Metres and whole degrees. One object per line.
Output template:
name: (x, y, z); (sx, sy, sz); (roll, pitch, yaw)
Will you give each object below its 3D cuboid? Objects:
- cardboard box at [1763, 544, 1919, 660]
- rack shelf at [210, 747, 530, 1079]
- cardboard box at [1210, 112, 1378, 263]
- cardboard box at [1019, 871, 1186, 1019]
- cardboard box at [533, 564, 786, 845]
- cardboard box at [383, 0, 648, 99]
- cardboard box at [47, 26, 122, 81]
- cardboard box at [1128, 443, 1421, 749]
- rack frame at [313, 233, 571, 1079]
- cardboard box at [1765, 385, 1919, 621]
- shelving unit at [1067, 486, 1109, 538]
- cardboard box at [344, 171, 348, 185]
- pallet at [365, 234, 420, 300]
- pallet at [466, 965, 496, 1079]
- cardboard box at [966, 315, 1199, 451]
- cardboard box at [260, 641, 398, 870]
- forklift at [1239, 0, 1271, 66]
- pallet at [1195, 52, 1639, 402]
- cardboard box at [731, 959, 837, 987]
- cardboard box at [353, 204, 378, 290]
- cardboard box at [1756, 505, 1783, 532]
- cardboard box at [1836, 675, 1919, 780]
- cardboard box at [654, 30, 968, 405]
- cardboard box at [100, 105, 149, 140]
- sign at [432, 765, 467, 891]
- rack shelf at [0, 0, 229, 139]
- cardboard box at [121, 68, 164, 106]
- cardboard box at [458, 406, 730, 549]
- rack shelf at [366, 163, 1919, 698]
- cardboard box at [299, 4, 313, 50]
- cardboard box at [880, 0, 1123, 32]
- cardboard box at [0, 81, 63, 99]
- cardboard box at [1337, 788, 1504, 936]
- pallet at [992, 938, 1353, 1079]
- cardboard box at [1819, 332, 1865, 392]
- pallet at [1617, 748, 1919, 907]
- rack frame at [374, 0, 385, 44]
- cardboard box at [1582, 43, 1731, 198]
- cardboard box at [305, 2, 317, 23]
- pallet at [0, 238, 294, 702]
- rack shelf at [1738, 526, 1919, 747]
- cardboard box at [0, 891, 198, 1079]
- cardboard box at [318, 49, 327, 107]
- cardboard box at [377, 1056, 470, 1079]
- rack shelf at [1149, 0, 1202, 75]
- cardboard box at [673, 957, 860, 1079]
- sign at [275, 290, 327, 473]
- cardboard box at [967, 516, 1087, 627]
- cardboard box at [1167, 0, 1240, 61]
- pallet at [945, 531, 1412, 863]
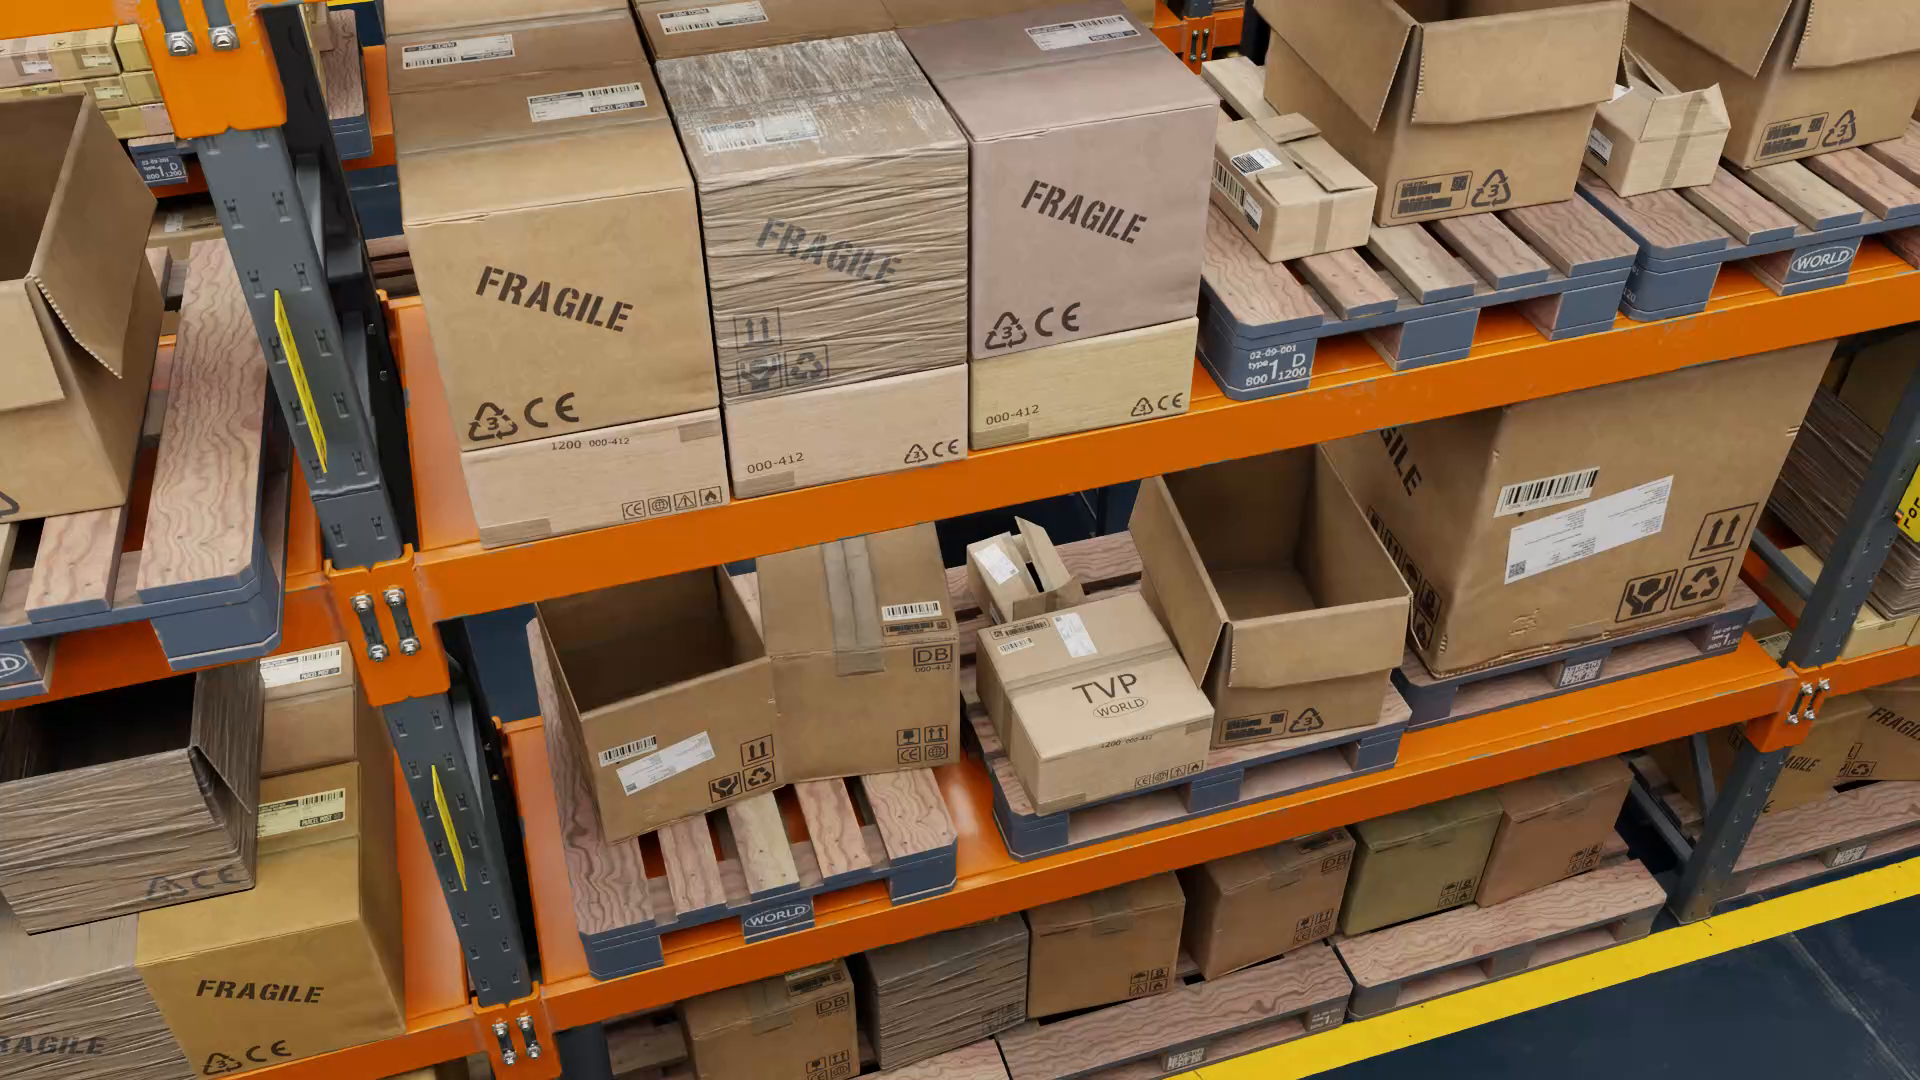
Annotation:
cardboard box: (2.804, 0.182, 5.302); (0.250, 0.149, 0.380); (-12, 42, -13)
rack shelf: (-3.214, 1.398, 4.266); (4.000, 0.370, 1.077); (-12, 42, -13)
cardboard box: (0.751, -0.825, 3.842); (0.250, 0.166, 0.380); (-13, 43, -14)
cardboard box: (0.391, 1.129, 5.593); (0.500, 0.500, 0.700); (-8, 42, -9)
cardboard box: (-0.803, 0.404, 4.462); (0.500, 0.500, 0.500); (-17, 44, -18)
cardboard box: (-0.926, -0.875, 3.585); (0.500, 0.500, 0.500); (-11, 42, -12)
cardboard box: (-3.773, -2.148, 7.198); (0.250, 0.149, 0.380); (-11, 42, -12)
cardboard box: (0.883, 0.145, 4.756); (0.637, 0.503, 0.797); (-8, 42, -9)
rack frame: (-1.306, 0.732, 4.482); (0.127, 3.000, 1.000); (-12, 42, -13)
cardboard box: (2.957, -0.258, 5.313); (0.500, 0.500, 0.875); (-12, 42, -13)
shelving unit: (0.081, -0.582, 7.125); (1.048, 1.500, 0.538); (-12, 42, -13)
cardboard box: (-3.430, -1.915, 8.523); (0.500, 0.250, 0.500); (-14, 43, -15)
pallet: (-3.446, -1.197, 8.809); (1.213, 0.211, 1.003); (-12, 42, -13)
pallet: (-2.081, 1.891, 5.275); (1.213, 0.211, 1.003); (-12, 42, -13)
cardboard box: (0.196, -0.483, 3.707); (0.500, 0.250, 0.500); (-11, 42, -12)
cardboard box: (-1.852, 0.620, 4.534); (0.500, 0.500, 0.500); (-11, 42, -12)
forklift: (2.089, -2.191, 7.880); (3.031, 2.935, 1.130); (-29, 49, -29)
pallet: (0.900, -0.855, 4.162); (1.003, 0.211, 1.213); (-12, 42, -13)
cardboard box: (-0.676, 1.074, 5.086); (0.500, 0.250, 0.500); (-10, 42, -11)
cardboard box: (-3.249, -1.323, 8.415); (0.500, 0.500, 0.500); (-12, 43, -13)
cardboard box: (2.626, -0.191, 5.729); (0.250, 0.149, 0.380); (-12, 42, -13)
cardboard box: (3.447, 0.553, 6.268); (0.500, 0.500, 0.500); (1, 41, 1)
cardboard box: (-0.296, -0.653, 3.331); (0.500, 0.500, 0.500); (-11, 42, -13)
cardboard box: (-3.754, -1.932, 7.403); (0.250, 0.149, 0.380); (-12, 43, -14)
sign: (-1.136, 0.644, 3.703); (0.005, 0.325, 0.100); (-12, 42, -13)
rack shelf: (-3.214, -0.710, 2.424); (4.000, 0.370, 1.077); (-12, 42, -13)
cardboard box: (-3.538, -2.085, 7.352); (0.250, 0.149, 0.380); (-11, 42, -12)
cardboard box: (-0.782, -0.274, 3.468); (0.500, 0.250, 0.500); (-11, 42, -12)
rack shelf: (0.601, -0.522, 4.184); (4.000, 0.370, 1.077); (-12, 42, -13)
cardboard box: (-3.030, -2.304, 7.376); (0.250, 0.149, 0.380); (-13, 43, -15)
cardboard box: (0.036, -1.071, 3.810); (0.500, 0.500, 0.500); (-11, 42, -12)
cardboard box: (-4.015, -1.988, 7.241); (0.250, 0.149, 0.380); (-12, 43, -13)
cardboard box: (1.456, 0.908, 5.846); (0.500, 0.500, 0.700); (-12, 43, -13)
pallet: (0.601, 1.390, 5.848); (1.213, 0.211, 1.003); (-12, 42, -13)
cardboard box: (2.856, -0.846, 5.226); (0.500, 0.500, 0.500); (-12, 42, -13)
pallet: (3.139, 0.837, 6.481); (1.213, 0.211, 1.003); (-12, 42, -13)
rack frame: (-2.700, -2.401, 8.067); (0.127, 3.000, 1.000); (-12, 42, -13)
cardboard box: (1.642, -1.047, 4.021); (0.258, 0.266, 0.396); (-10, 42, -12)
cardboard box: (-3.221, -2.607, 7.949); (0.250, 0.149, 0.380); (-10, 42, -11)
pallet: (-1.904, -0.166, 3.373); (1.003, 0.211, 1.213); (-10, 42, -11)
rack shelf: (4.417, -0.183, 6.076); (4.000, 0.370, 1.077); (-12, 42, -13)
cardboard box: (-2.180, 1.042, 4.051); (0.500, 0.500, 0.500); (-12, 43, -13)
cardboard box: (-3.032, -2.078, 7.570); (0.250, 0.149, 0.380); (-11, 42, -12)
cardboard box: (-1.971, 1.497, 4.901); (0.875, 0.875, 1.225); (-14, 43, -15)
rack shelf: (-0.792, -2.525, 8.756); (4.000, 0.370, 1.077); (-12, 42, -13)
cardboard box: (-0.673, 1.363, 5.325); (0.500, 0.500, 0.700); (-14, 43, -15)
sign: (-1.147, -0.272, 2.898); (0.005, 0.325, 0.100); (-12, 42, -13)
cardboard box: (0.203, 0.126, 4.959); (0.258, 0.266, 0.396); (-13, 43, -14)
cardboard box: (1.736, -2.629, 9.625); (0.875, 0.875, 0.875); (-11, 42, -12)
pallet: (0.570, 0.387, 5.022); (1.213, 0.211, 1.003); (-12, 42, -13)
